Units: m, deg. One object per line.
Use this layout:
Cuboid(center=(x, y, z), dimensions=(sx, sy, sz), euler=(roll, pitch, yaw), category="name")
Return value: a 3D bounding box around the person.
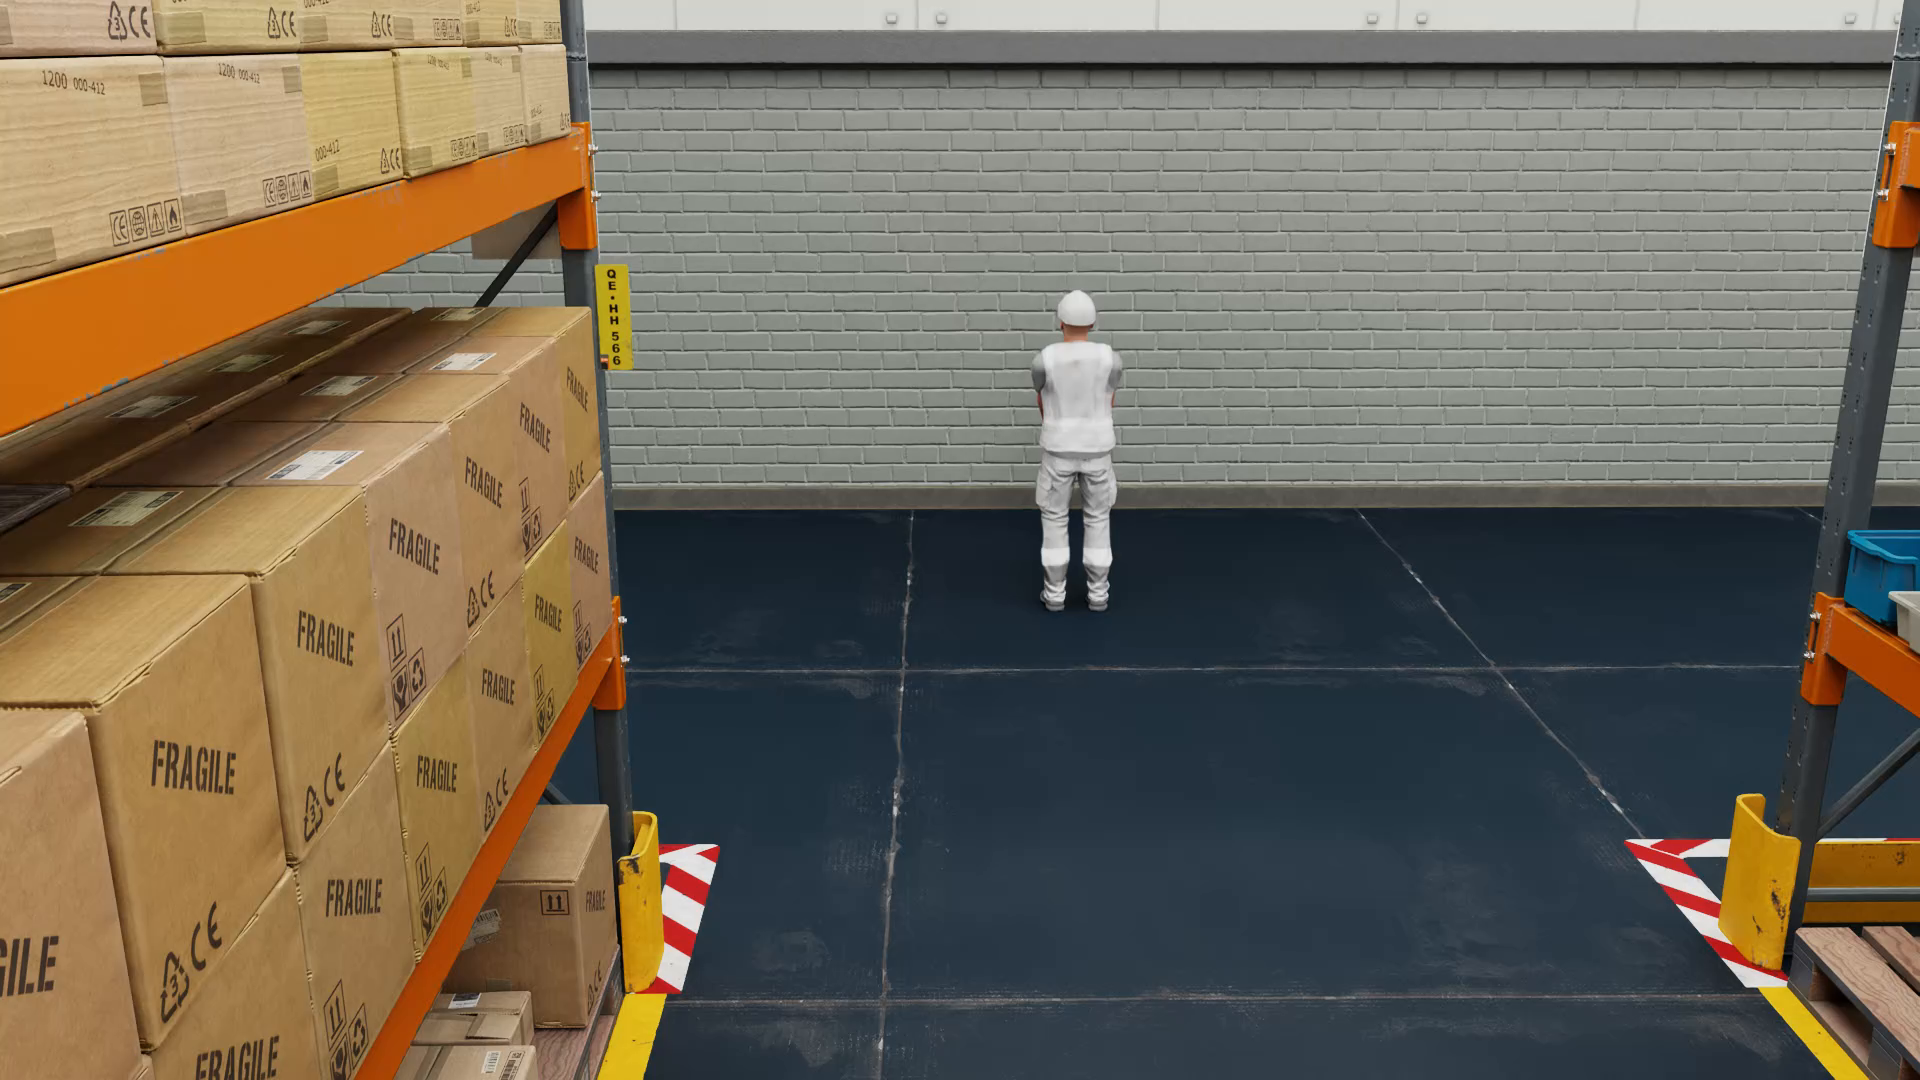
Cuboid(center=(0.627, -0.508, 9.178), dimensions=(0.494, 1.783, 0.558), euler=(0, 17, 0), category="person")
